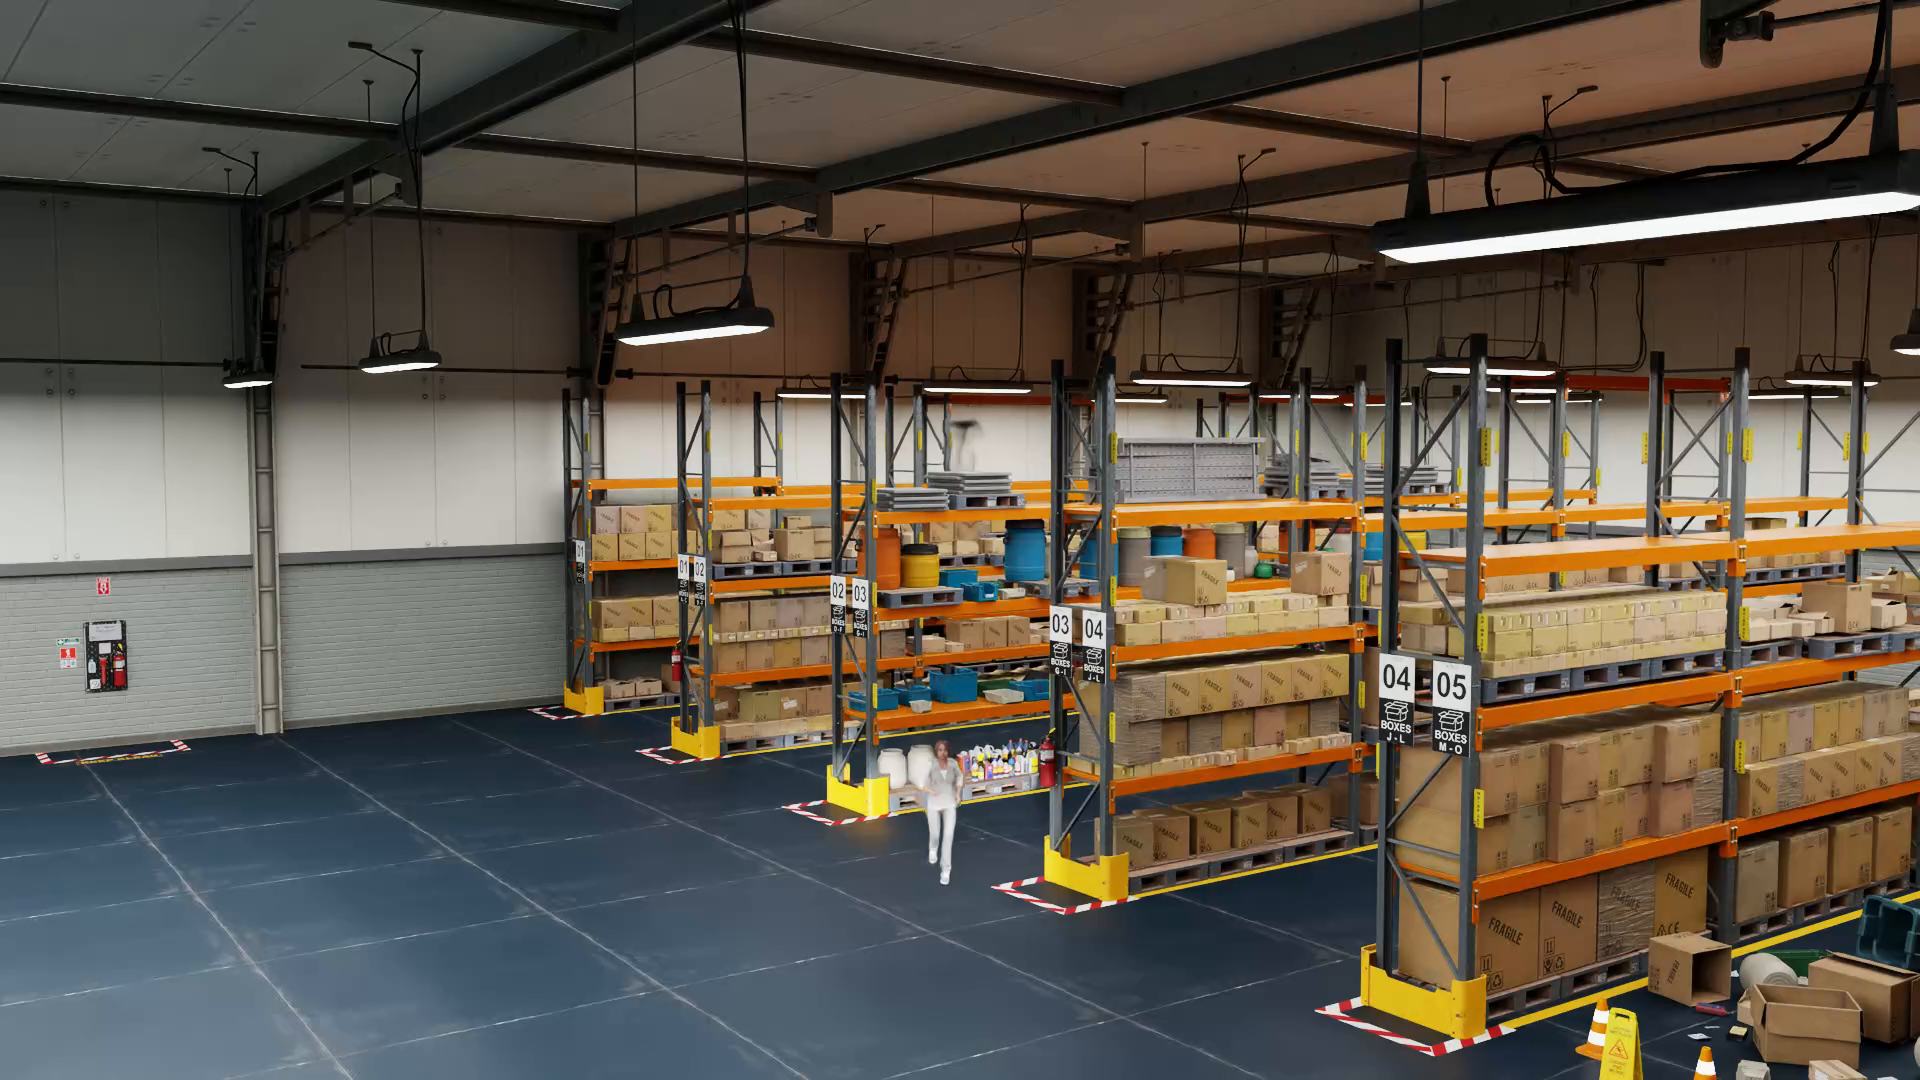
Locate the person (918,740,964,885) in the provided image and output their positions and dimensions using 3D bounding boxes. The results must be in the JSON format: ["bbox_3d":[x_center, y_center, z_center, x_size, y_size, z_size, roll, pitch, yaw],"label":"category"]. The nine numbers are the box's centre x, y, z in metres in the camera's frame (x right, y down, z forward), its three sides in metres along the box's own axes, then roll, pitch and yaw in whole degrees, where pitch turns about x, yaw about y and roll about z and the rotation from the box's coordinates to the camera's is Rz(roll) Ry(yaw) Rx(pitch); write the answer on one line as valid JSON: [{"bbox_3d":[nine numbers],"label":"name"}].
[{"bbox_3d":[-0.214,3.115,19.319,0.547,1.593,0.887,0,4,-6],"label":"person"}]
